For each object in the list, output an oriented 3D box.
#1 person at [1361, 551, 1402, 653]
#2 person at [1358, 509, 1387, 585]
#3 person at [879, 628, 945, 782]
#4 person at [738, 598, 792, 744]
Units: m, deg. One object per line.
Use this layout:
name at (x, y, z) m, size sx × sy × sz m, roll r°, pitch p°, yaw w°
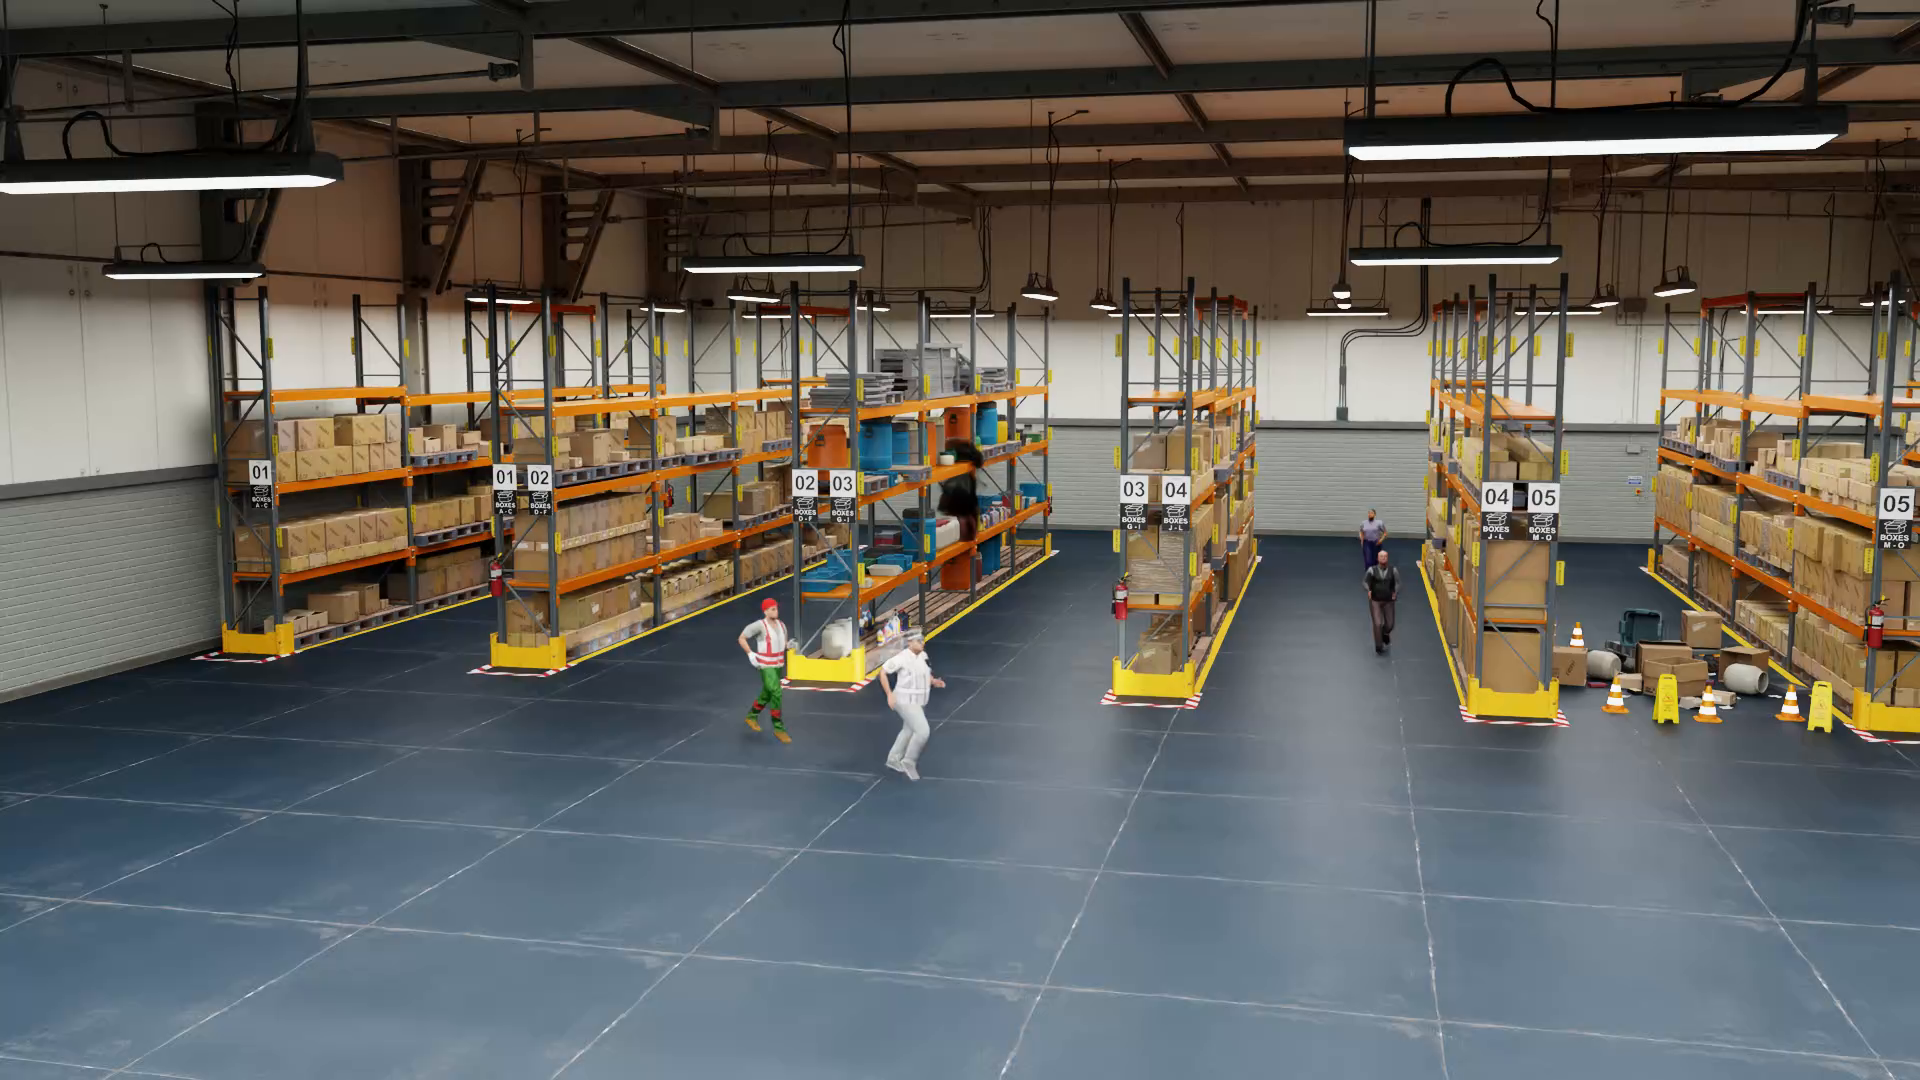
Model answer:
person at (6.983, 1.010, 27.555) m, size 0.659 × 1.673 × 0.614 m, roll 1°, pitch 7°, yaw 9°
person at (8.798, 0.139, 35.515) m, size 0.603 × 1.629 × 0.583 m, roll 2°, pitch 7°, yaw 21°
person at (-0.536, 1.917, 19.377) m, size 0.814 × 1.815 × 0.627 m, roll 4°, pitch 8°, yaw 30°
person at (-2.453, 1.658, 21.376) m, size 0.866 × 1.841 × 0.640 m, roll 4°, pitch 8°, yaw 32°
